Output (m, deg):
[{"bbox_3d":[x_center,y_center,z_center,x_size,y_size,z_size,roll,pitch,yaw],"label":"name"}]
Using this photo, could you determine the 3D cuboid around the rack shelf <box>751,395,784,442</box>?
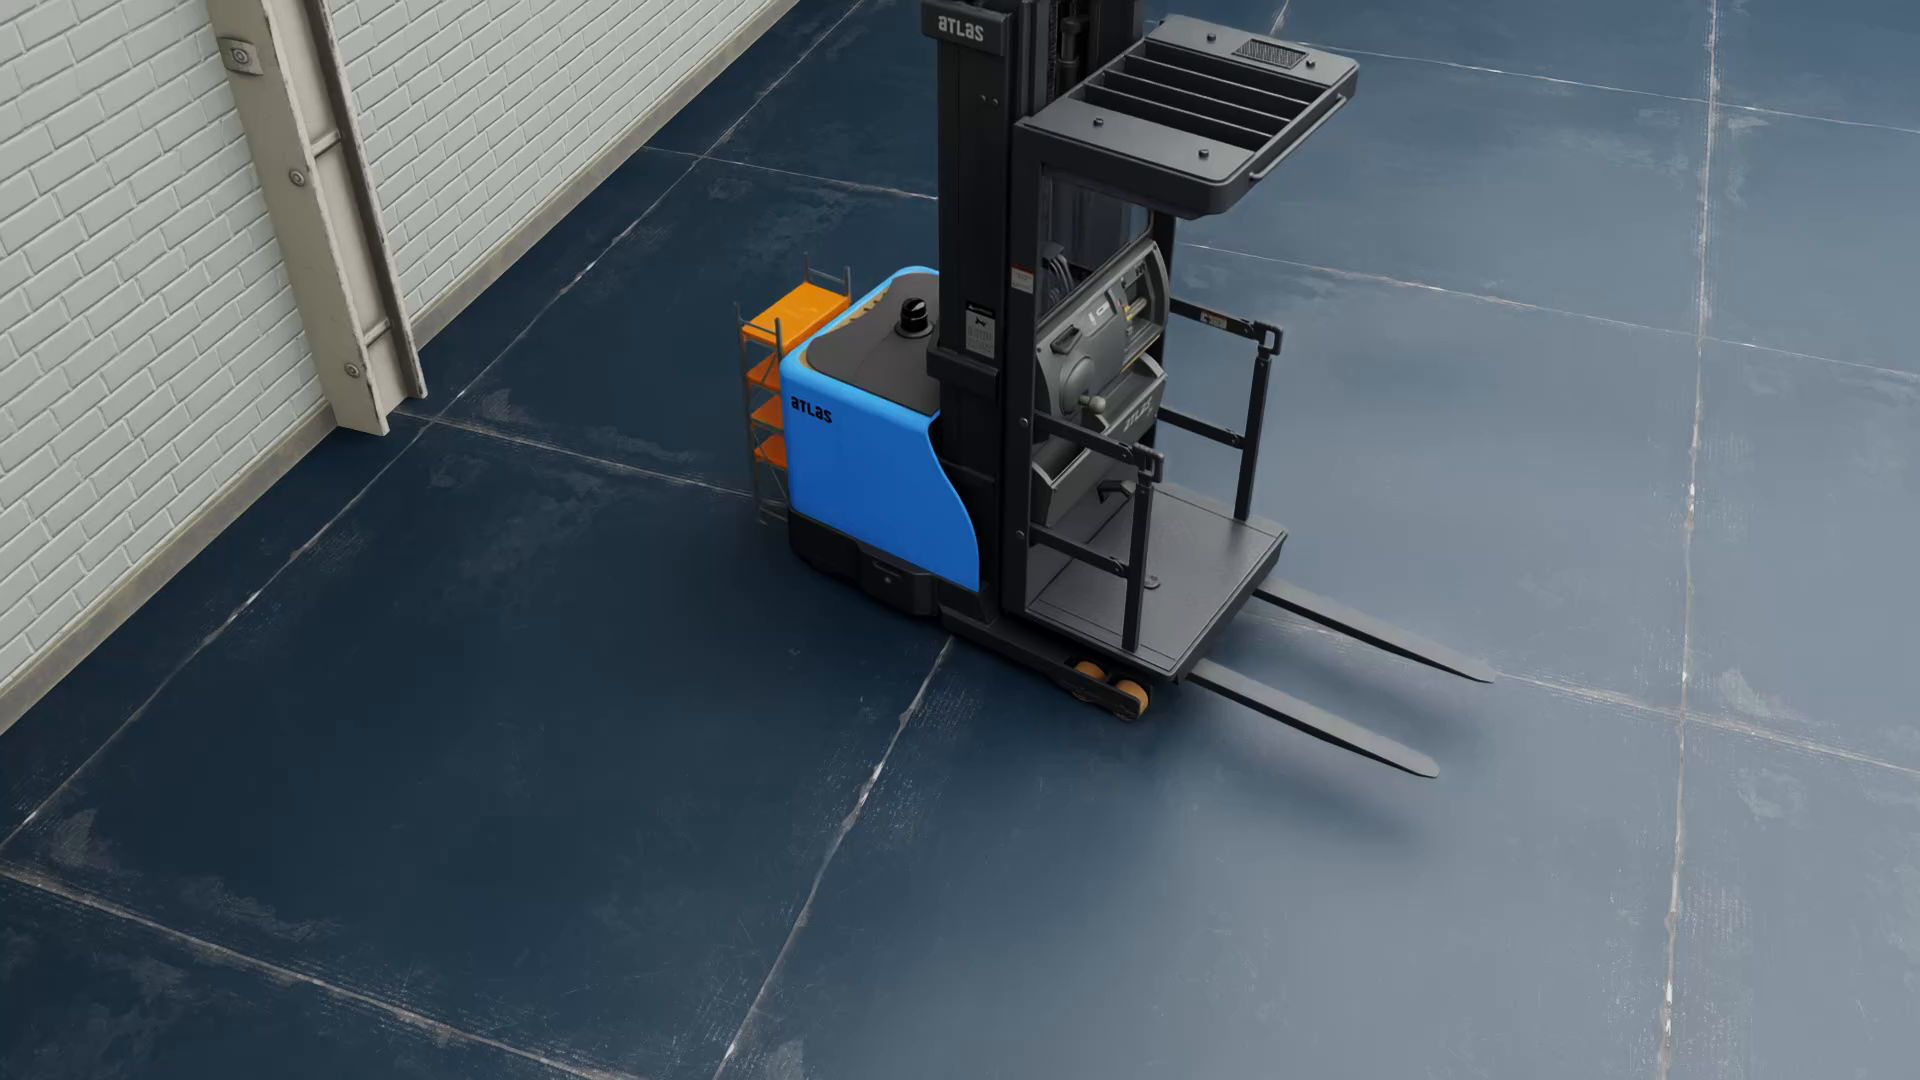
[{"bbox_3d":[-0.719,-0.587,7.571,0.258,0.148,0.480,23,46,25],"label":"rack shelf"}]

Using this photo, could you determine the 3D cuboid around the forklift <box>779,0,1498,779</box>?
[{"bbox_3d":[0.733,-0.769,6.347,3.031,2.935,1.130,24,46,25],"label":"forklift"}]

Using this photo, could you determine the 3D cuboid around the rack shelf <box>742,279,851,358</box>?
[{"bbox_3d":[-0.719,-0.937,7.273,0.258,0.148,0.480,23,46,25],"label":"rack shelf"}]

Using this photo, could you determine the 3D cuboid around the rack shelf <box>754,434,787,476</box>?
[{"bbox_3d":[-0.719,-0.436,7.700,0.258,0.148,0.480,23,46,25],"label":"rack shelf"}]

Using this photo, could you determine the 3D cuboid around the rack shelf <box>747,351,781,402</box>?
[{"bbox_3d":[-0.719,-0.758,7.426,0.258,0.148,0.480,23,46,25],"label":"rack shelf"}]

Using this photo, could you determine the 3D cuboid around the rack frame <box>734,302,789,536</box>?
[{"bbox_3d":[-0.853,-0.506,7.372,0.240,1.200,0.015,23,46,25],"label":"rack frame"}]

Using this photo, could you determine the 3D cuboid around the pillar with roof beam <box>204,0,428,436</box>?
[{"bbox_3d":[1.088,-3.141,4.452,9.100,9.000,0.400,13,42,15],"label":"pillar with roof beam"}]

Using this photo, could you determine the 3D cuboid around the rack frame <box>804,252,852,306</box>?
[{"bbox_3d":[-0.585,-0.771,7.683,0.240,1.200,0.015,23,46,25],"label":"rack frame"}]

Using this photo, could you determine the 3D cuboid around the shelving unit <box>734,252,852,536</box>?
[{"bbox_3d":[-0.719,-0.639,7.528,0.258,1.200,0.503,23,46,25],"label":"shelving unit"}]
